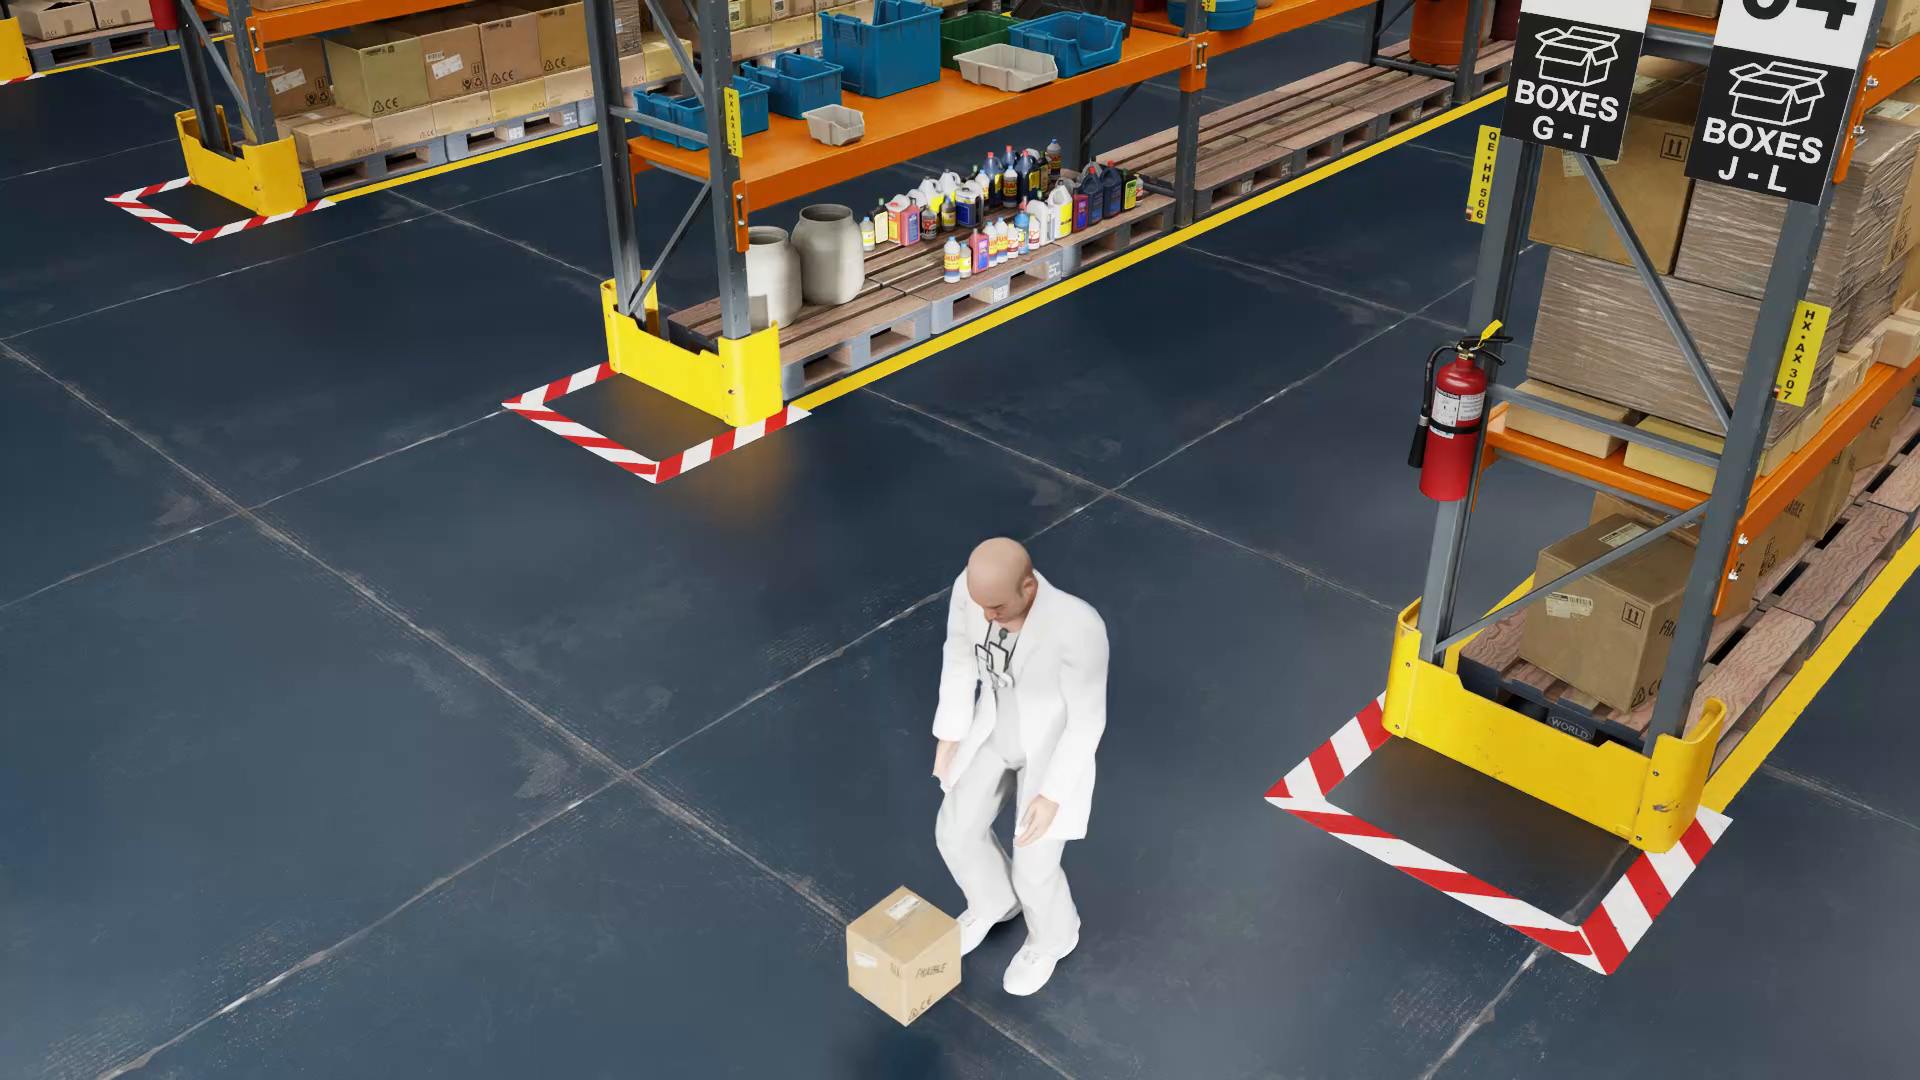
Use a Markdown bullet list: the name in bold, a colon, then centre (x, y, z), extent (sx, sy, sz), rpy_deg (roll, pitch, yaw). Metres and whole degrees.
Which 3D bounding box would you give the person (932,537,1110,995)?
- **person**: centre (0.198, 0.669, 5.154), extent (0.607, 1.662, 0.496), rpy_deg (26, 40, 36)
